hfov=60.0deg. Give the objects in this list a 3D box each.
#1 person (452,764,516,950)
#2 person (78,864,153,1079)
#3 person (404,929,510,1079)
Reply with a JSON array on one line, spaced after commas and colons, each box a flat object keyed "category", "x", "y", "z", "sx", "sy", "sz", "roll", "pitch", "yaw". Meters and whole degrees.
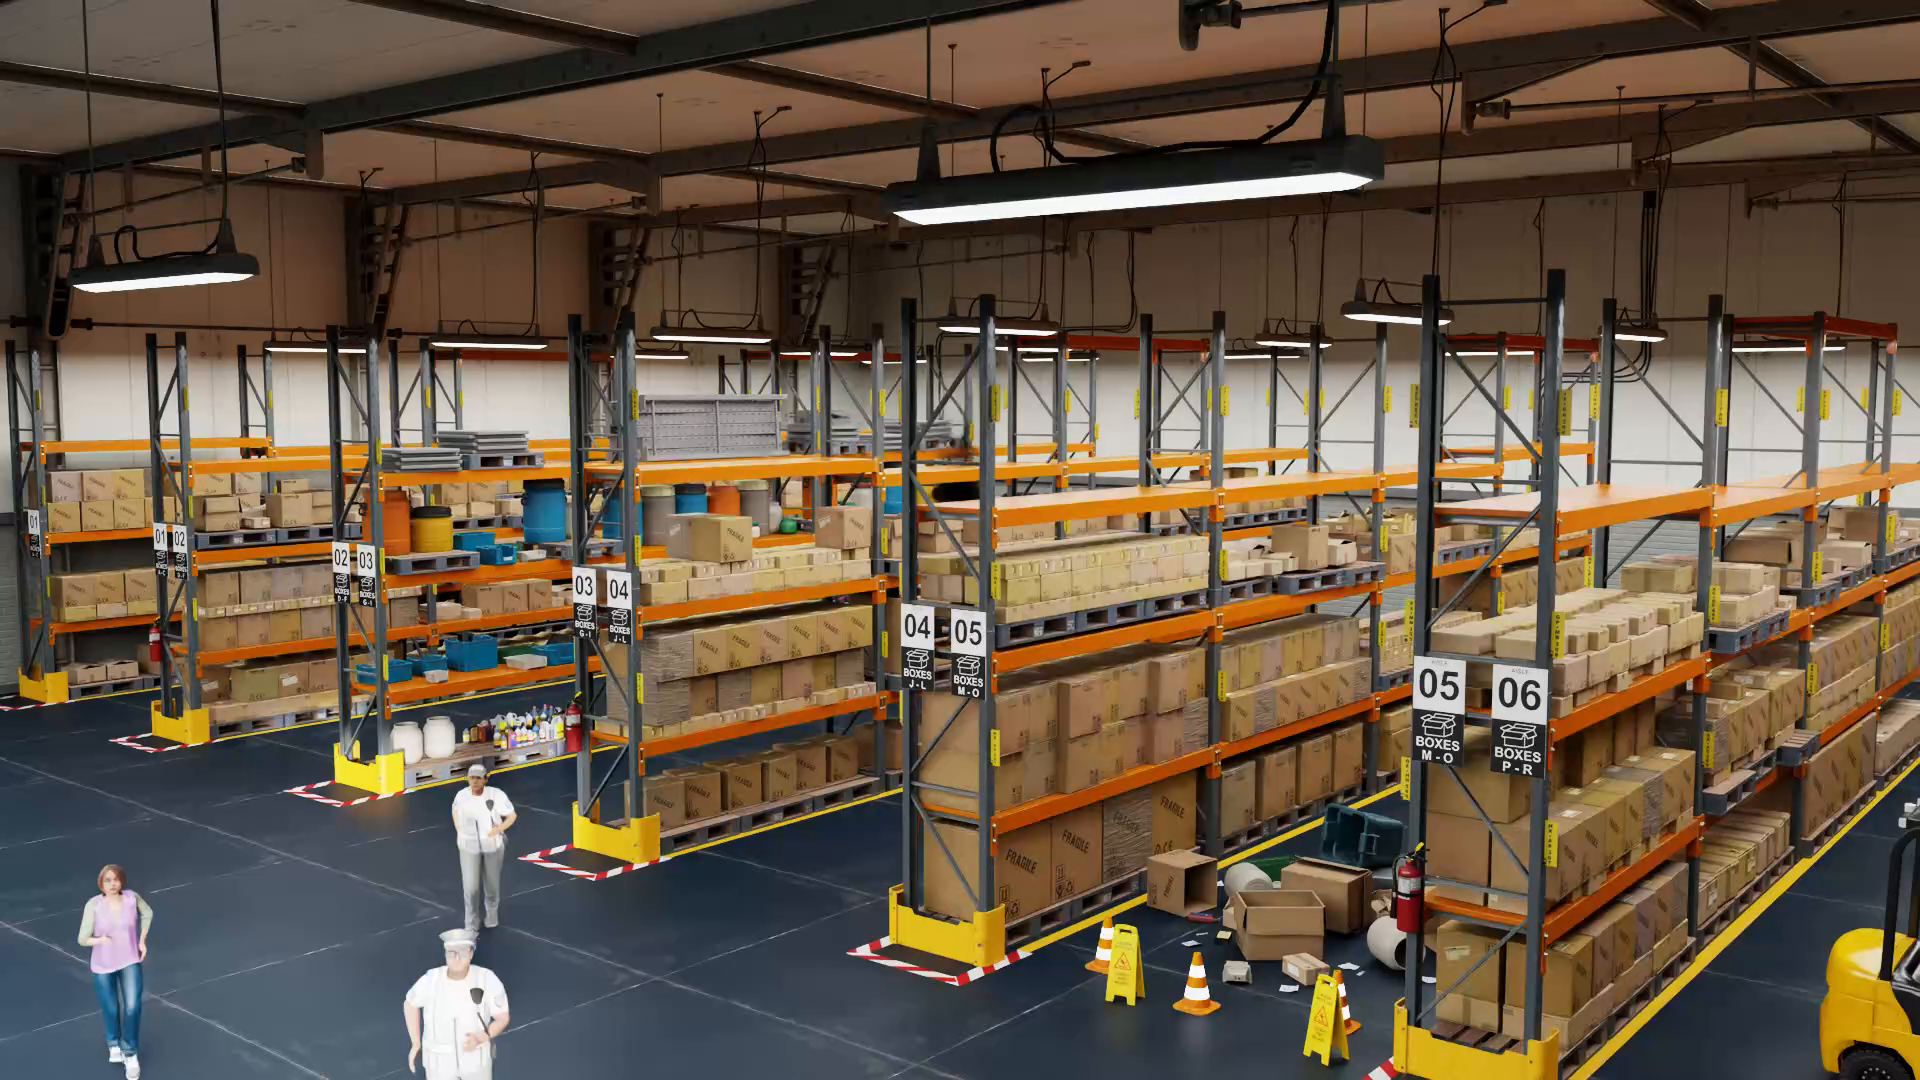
[{"category": "person", "x": -4.481, "y": 2.933, "z": 15.682, "sx": 0.598, "sy": 1.717, "sz": 0.765, "roll": -1, "pitch": 5, "yaw": -12}, {"category": "person", "x": -6.346, "y": 3.242, "z": 12.531, "sx": 0.514, "sy": 1.624, "sz": 0.660, "roll": -3, "pitch": 6, "yaw": -28}, {"category": "person", "x": -3.186, "y": 3.340, "z": 10.562, "sx": 0.646, "sy": 1.774, "sz": 0.677, "roll": -2, "pitch": 5, "yaw": -18}]
